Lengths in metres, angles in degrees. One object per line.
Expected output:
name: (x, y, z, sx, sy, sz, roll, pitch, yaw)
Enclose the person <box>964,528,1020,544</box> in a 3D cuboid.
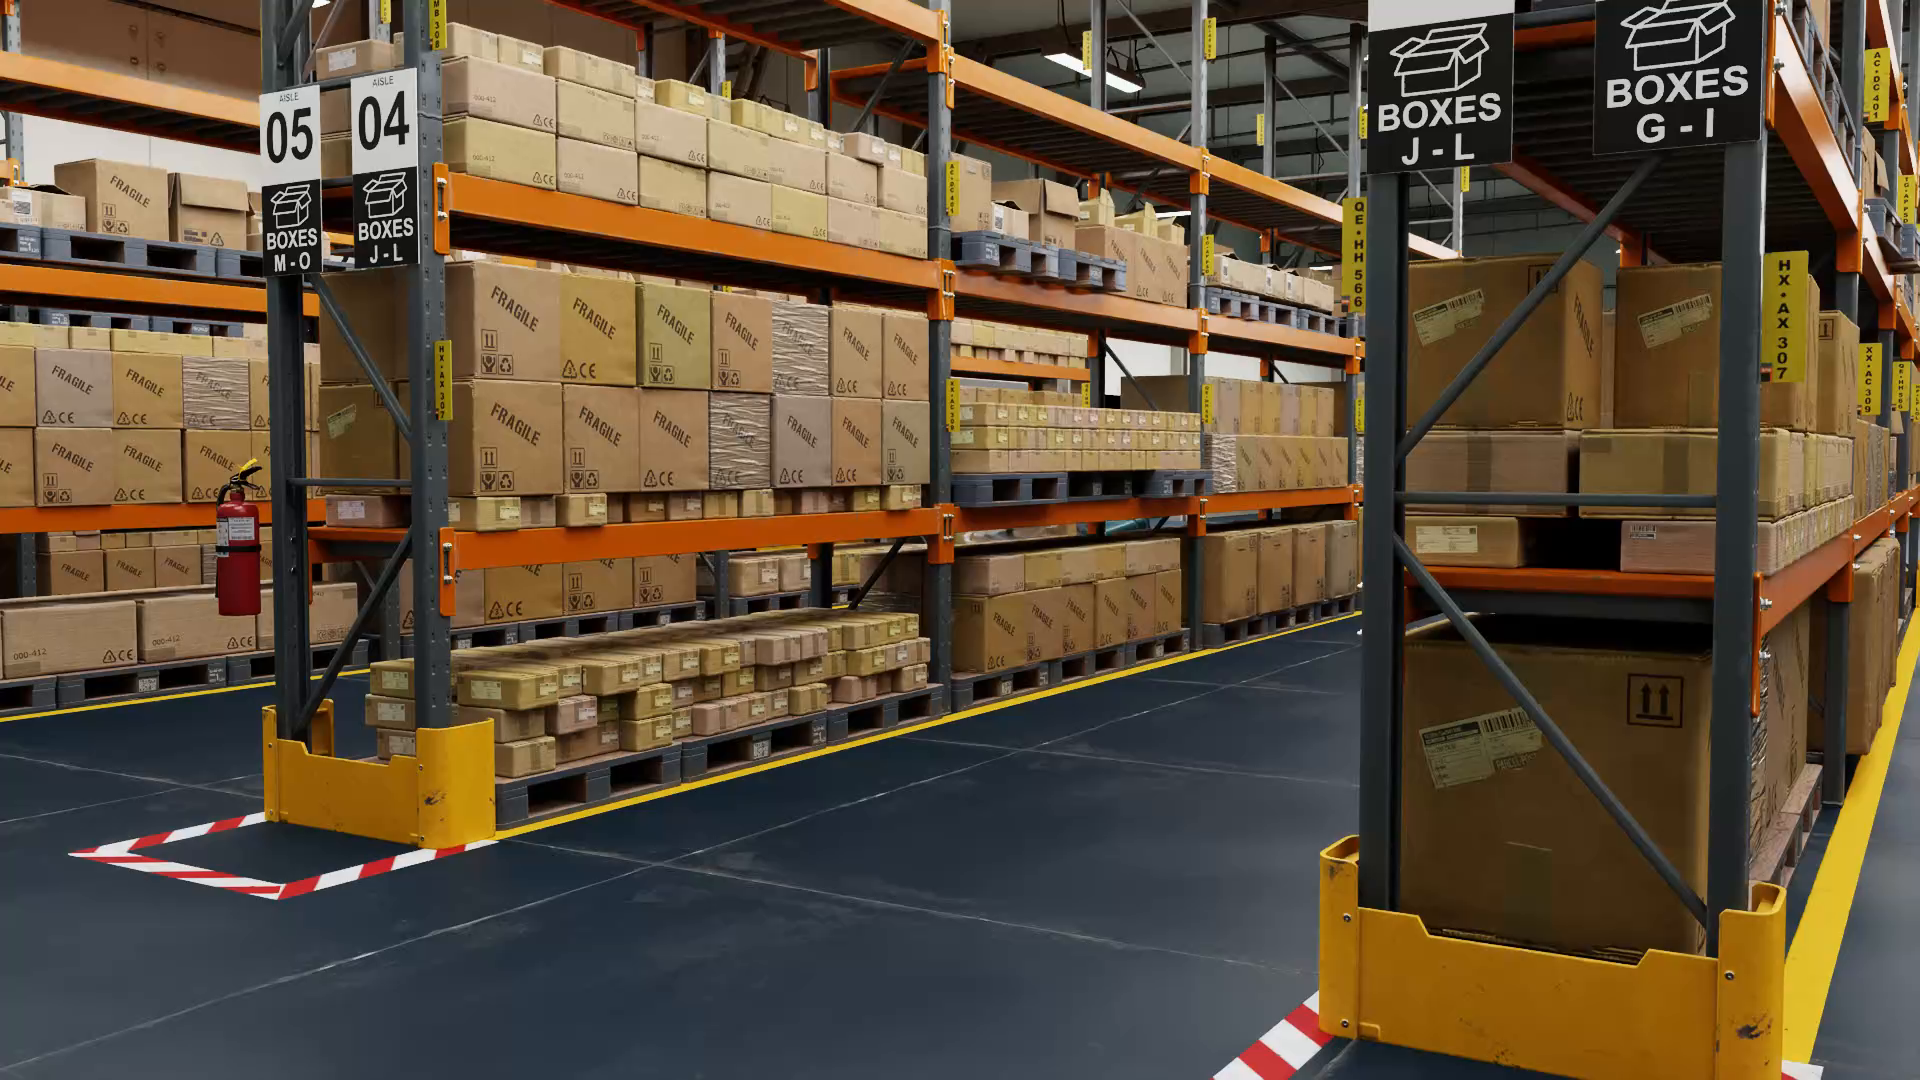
person: (0.328, -0.027, 15.740, 0.509, 1.653, 0.781, 2, 3, 30)
